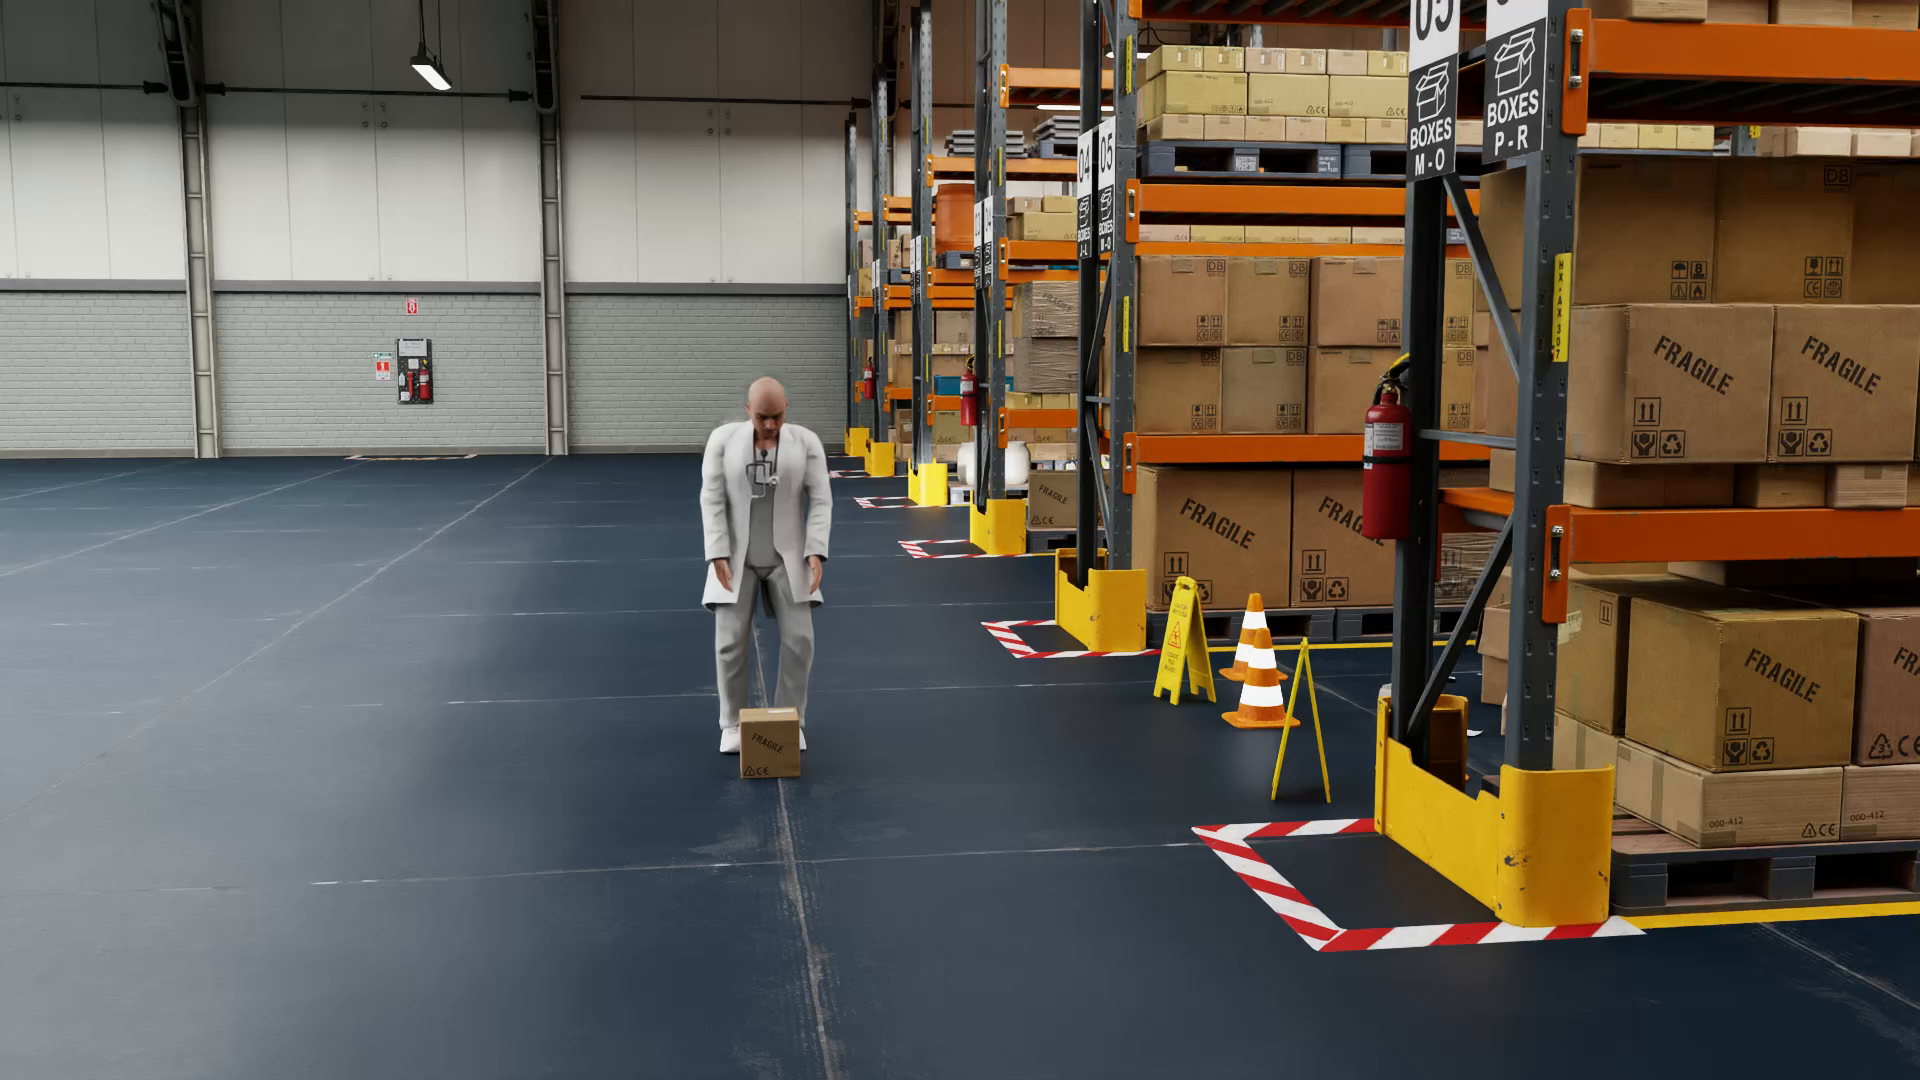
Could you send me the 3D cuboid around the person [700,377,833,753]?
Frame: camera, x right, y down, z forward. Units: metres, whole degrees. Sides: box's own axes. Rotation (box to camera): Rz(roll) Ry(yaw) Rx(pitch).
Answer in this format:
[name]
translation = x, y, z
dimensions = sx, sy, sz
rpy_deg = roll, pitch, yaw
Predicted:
[person]
translation = -0.879, 0.113, 7.590
dimensions = 0.599, 1.693, 0.466
rpy_deg = -1, 6, -7
